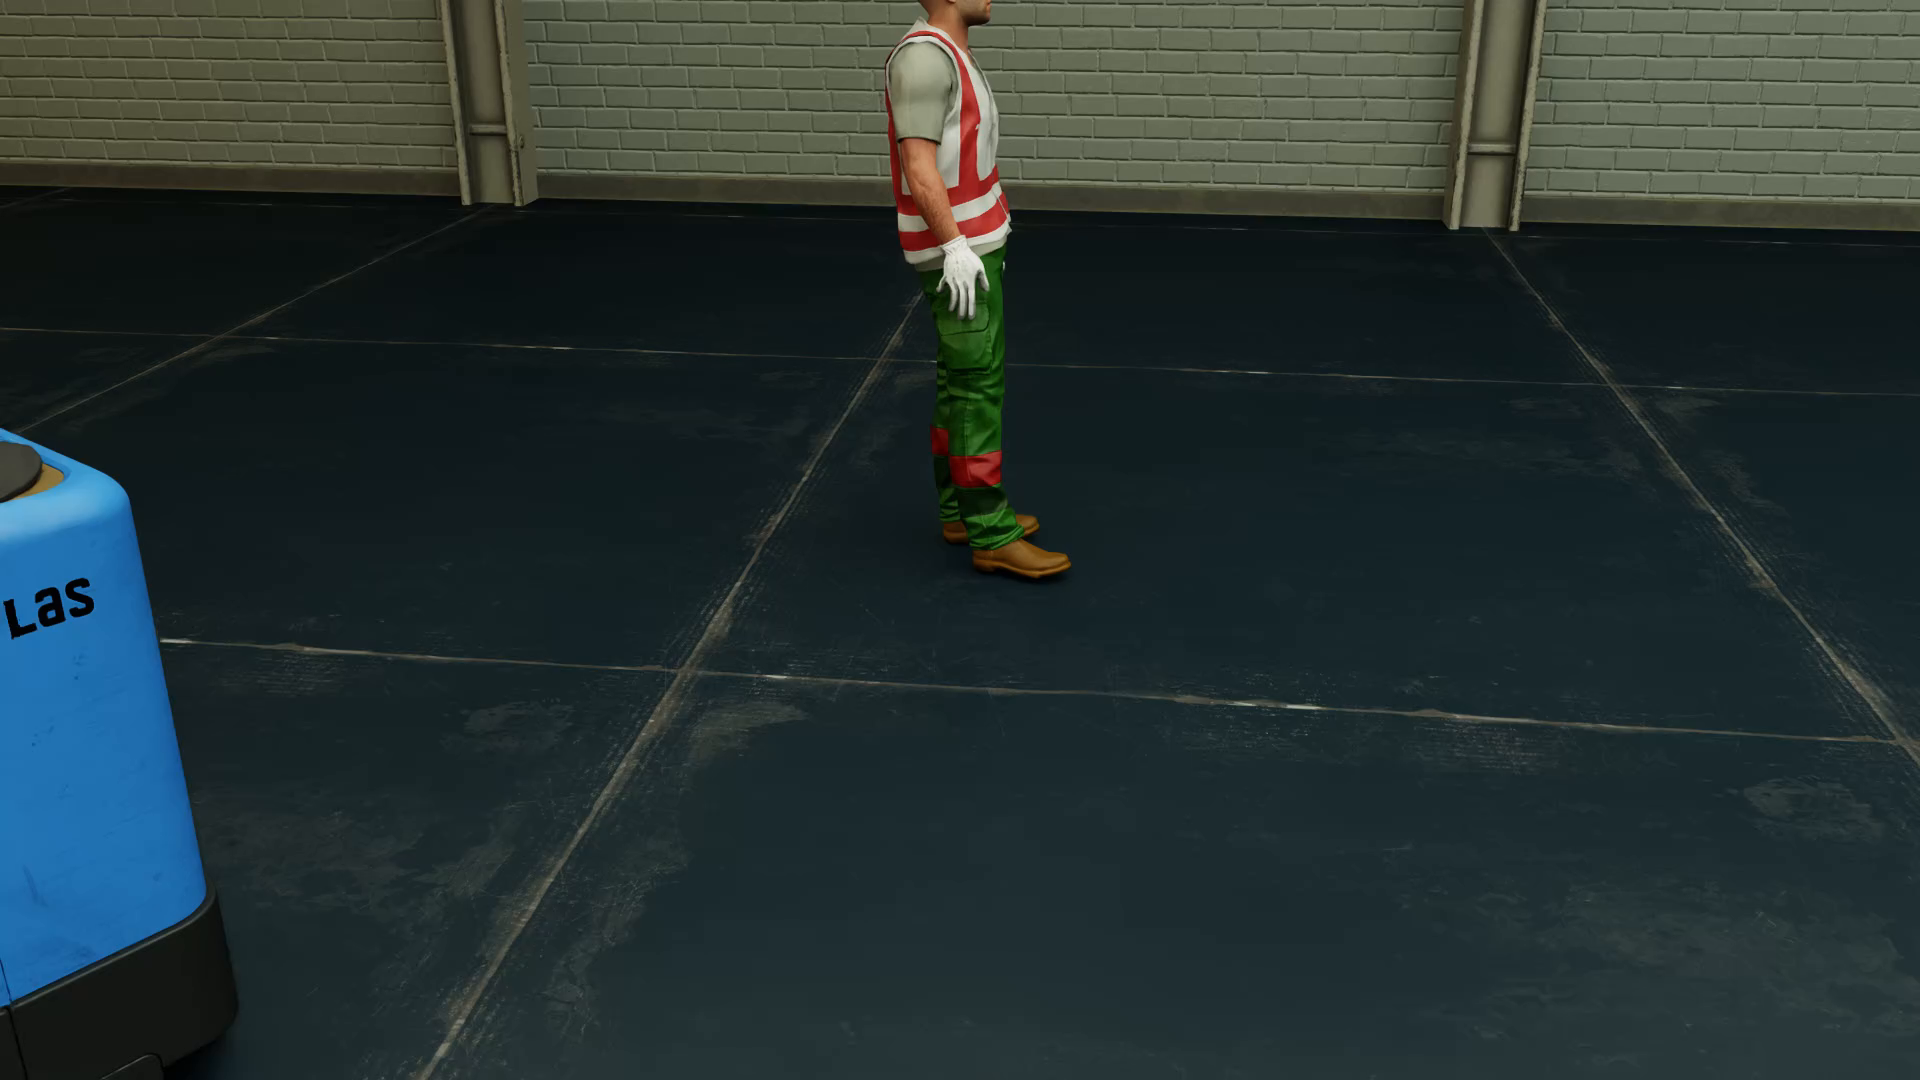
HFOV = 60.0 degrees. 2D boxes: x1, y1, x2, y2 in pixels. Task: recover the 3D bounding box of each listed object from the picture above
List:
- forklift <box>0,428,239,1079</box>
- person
[{"bbox_3d":[-2.577,-0.140,1.601,1.130,2.935,3.031,17,27,35],"label":"forklift"},{"bbox_3d":[0.079,-0.828,4.820,0.562,1.790,0.637,3,22,7],"label":"person"}]
